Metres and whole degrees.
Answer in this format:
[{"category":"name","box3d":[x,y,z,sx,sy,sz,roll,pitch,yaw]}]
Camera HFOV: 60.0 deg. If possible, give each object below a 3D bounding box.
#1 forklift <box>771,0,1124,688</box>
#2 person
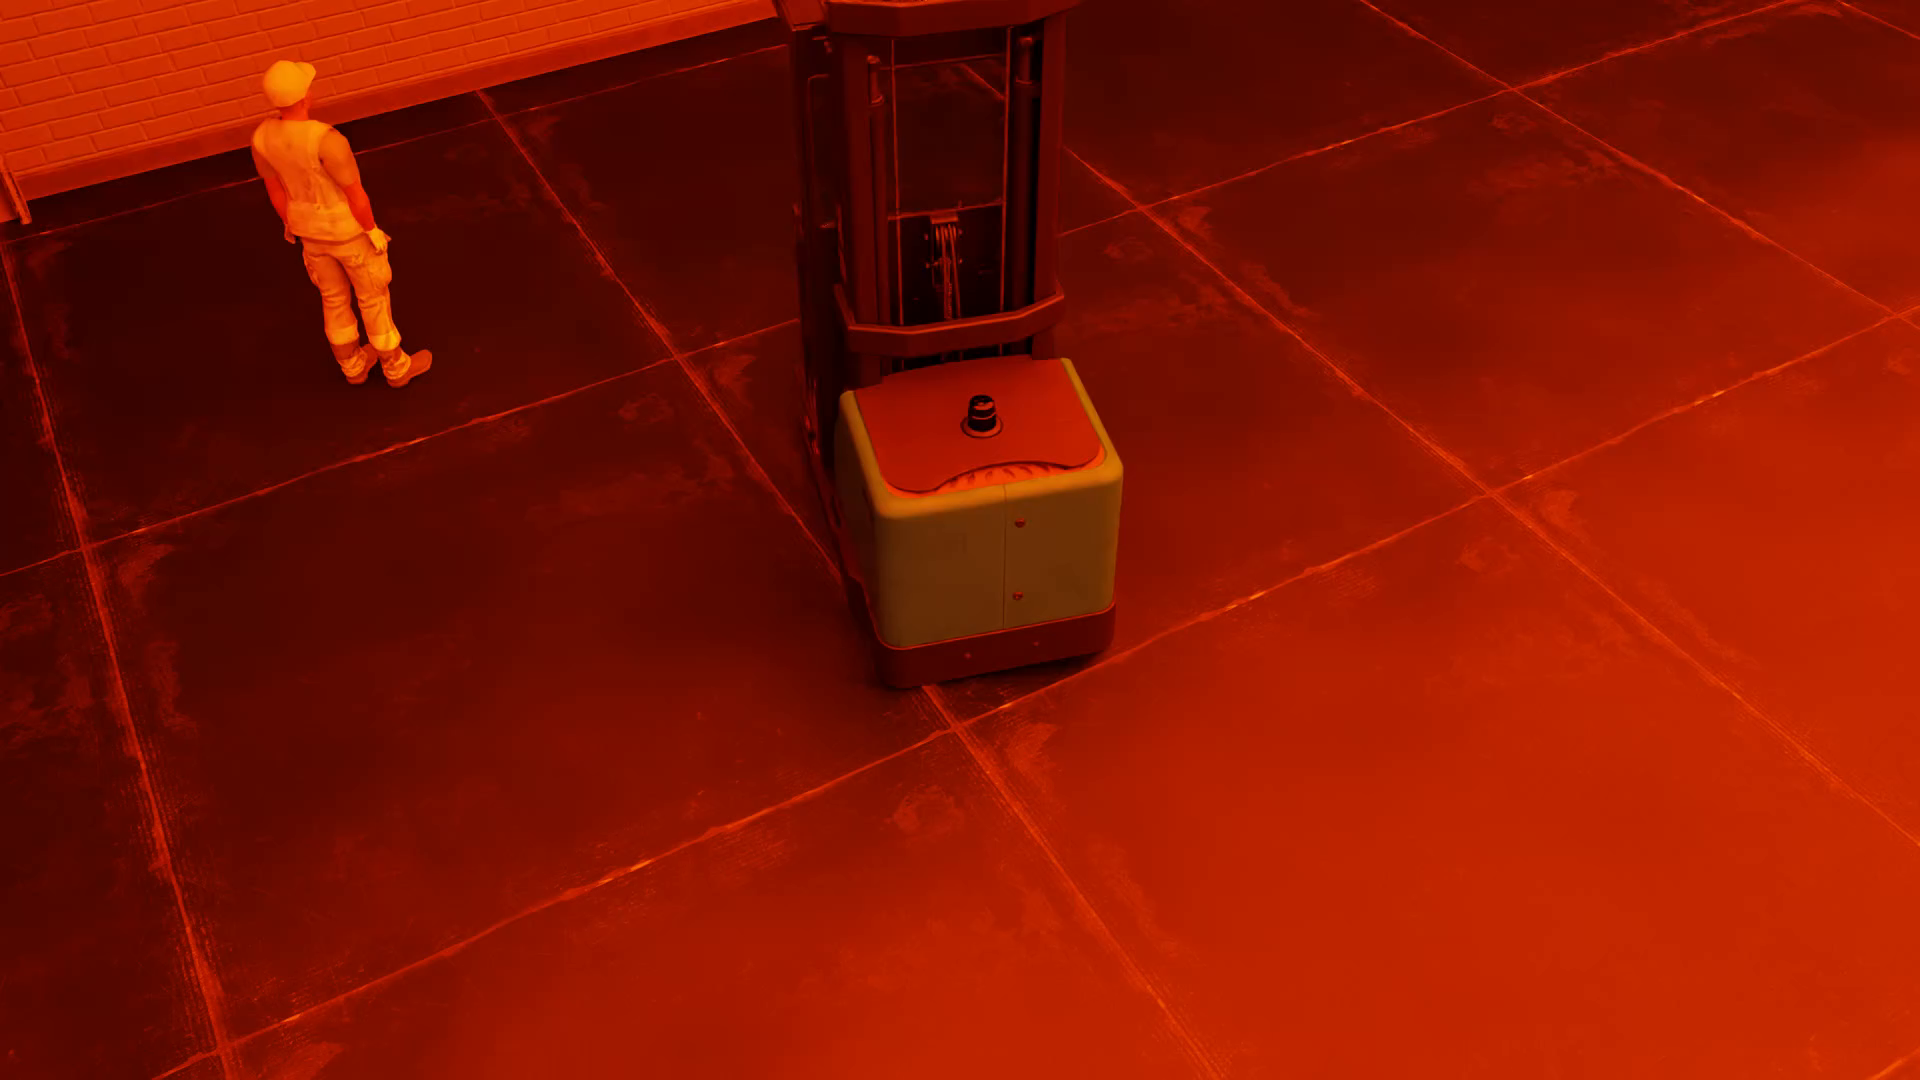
[{"category":"forklift","box3d":[-0.187,-1.462,7.274,1.130,2.935,3.031,-10,44,-10]},{"category":"person","box3d":[-3.081,-1.542,8.200,0.535,1.795,0.372,9,44,10]}]
